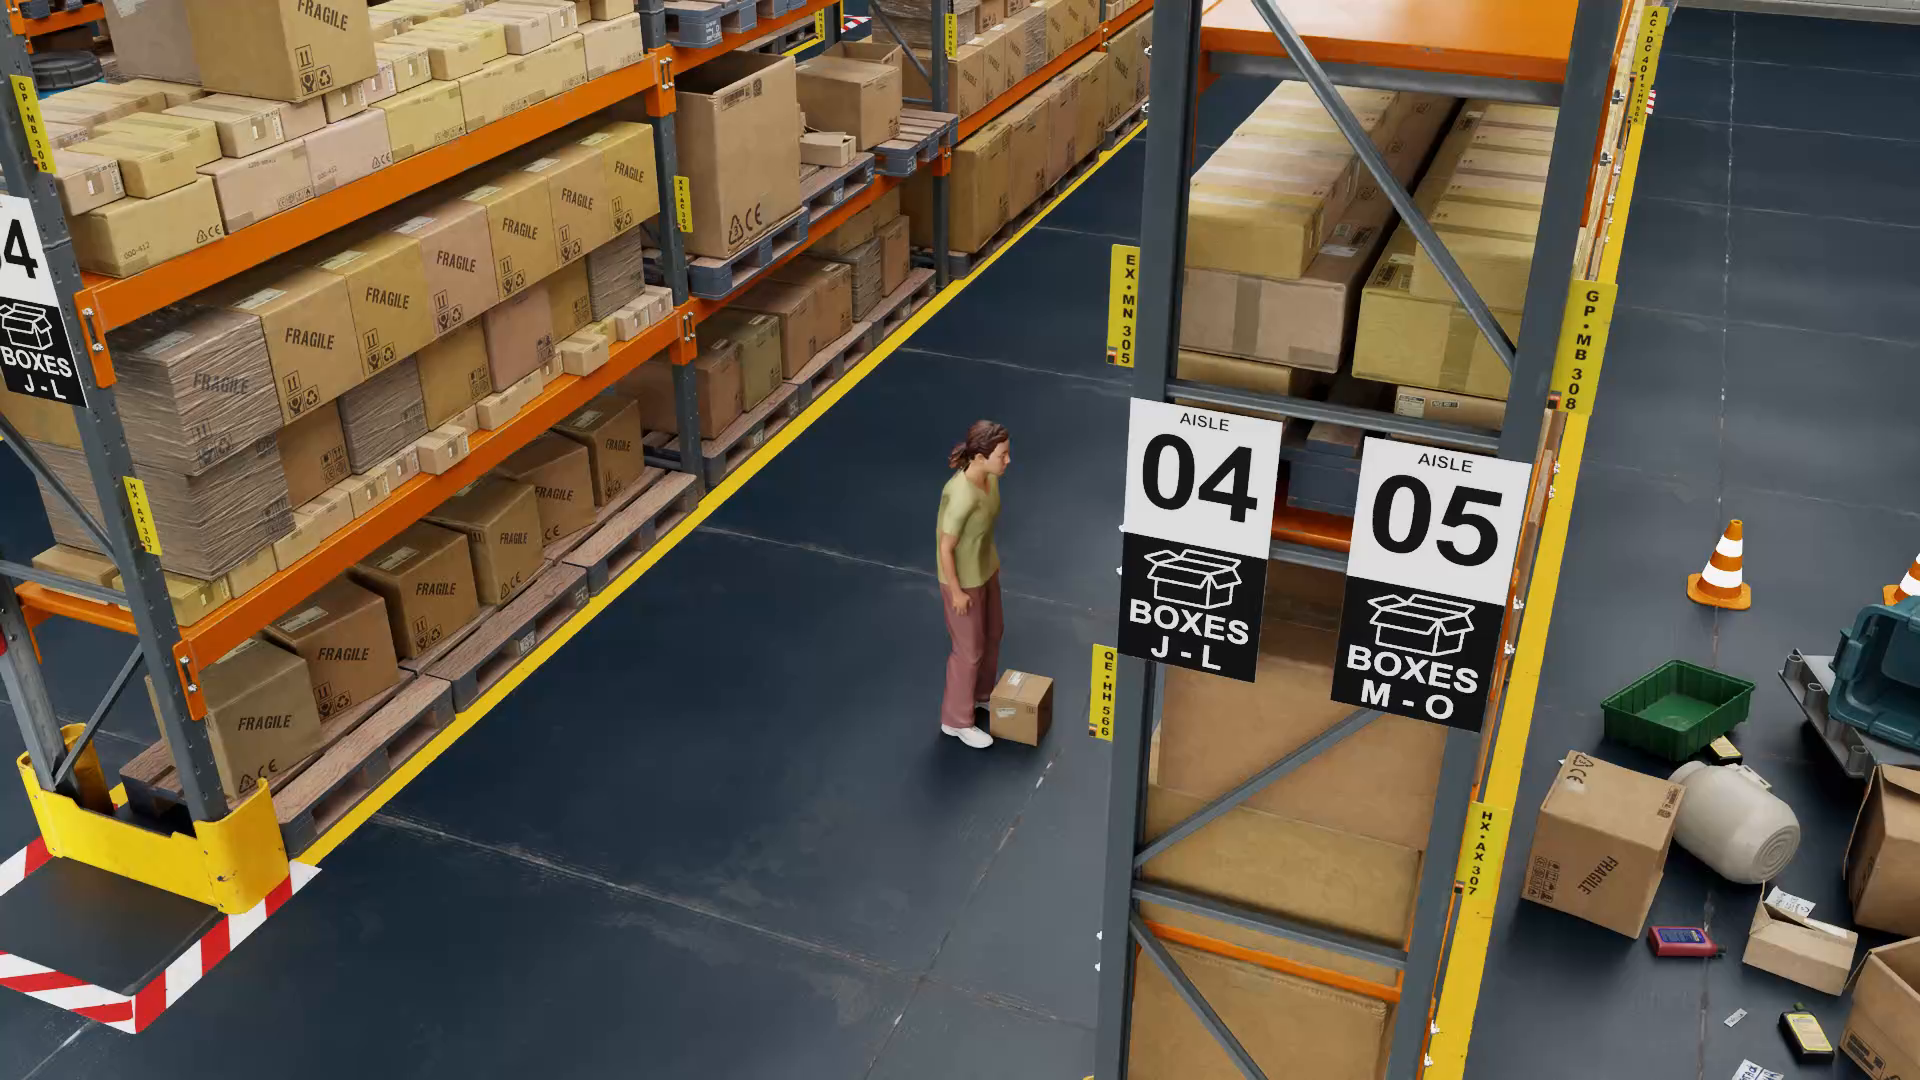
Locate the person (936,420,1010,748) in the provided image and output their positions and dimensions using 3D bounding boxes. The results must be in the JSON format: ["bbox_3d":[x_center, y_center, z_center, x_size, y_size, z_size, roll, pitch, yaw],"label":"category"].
[{"bbox_3d":[0.076,0.181,8.076,0.358,1.673,0.499,12,32,19],"label":"person"}]
